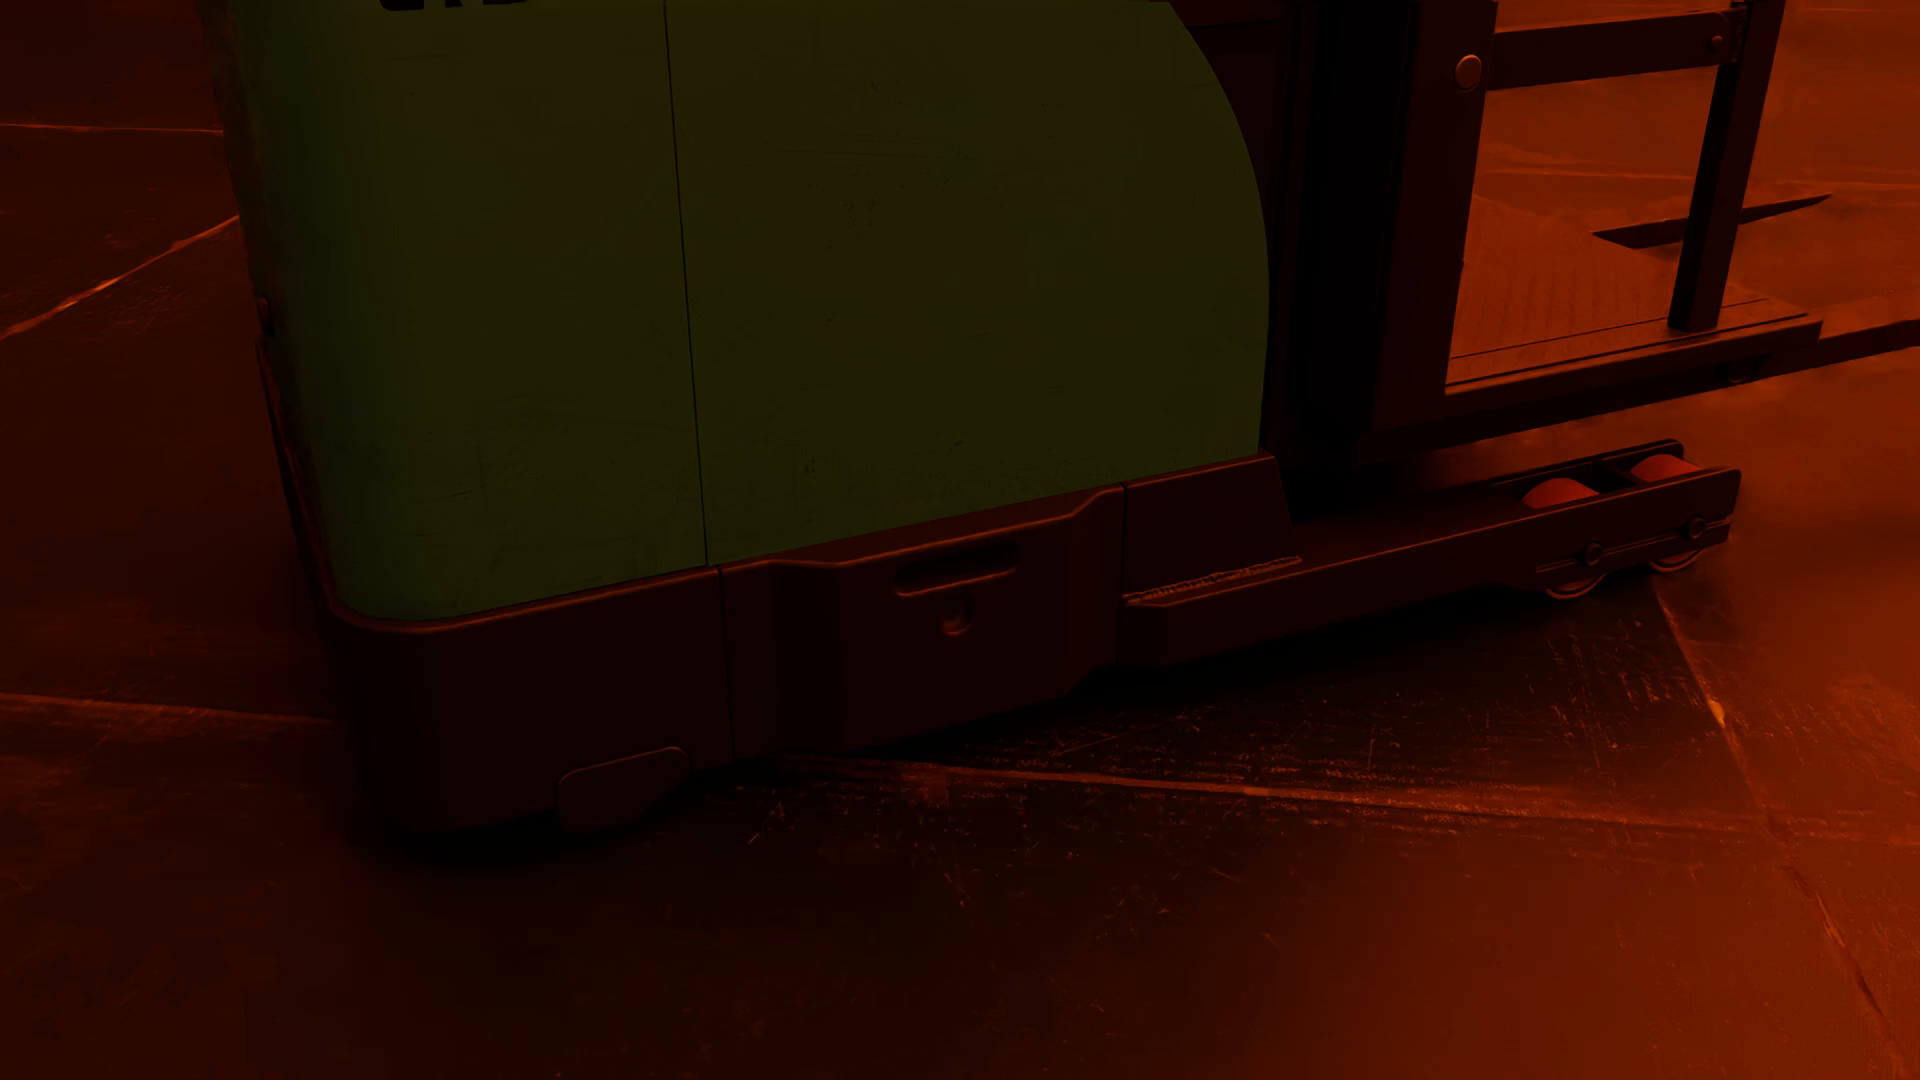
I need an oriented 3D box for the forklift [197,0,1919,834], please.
[{"bbox_3d":[0.551,-1.429,2.081,3.031,2.935,1.130,-12,29,-23],"label":"forklift"}]
